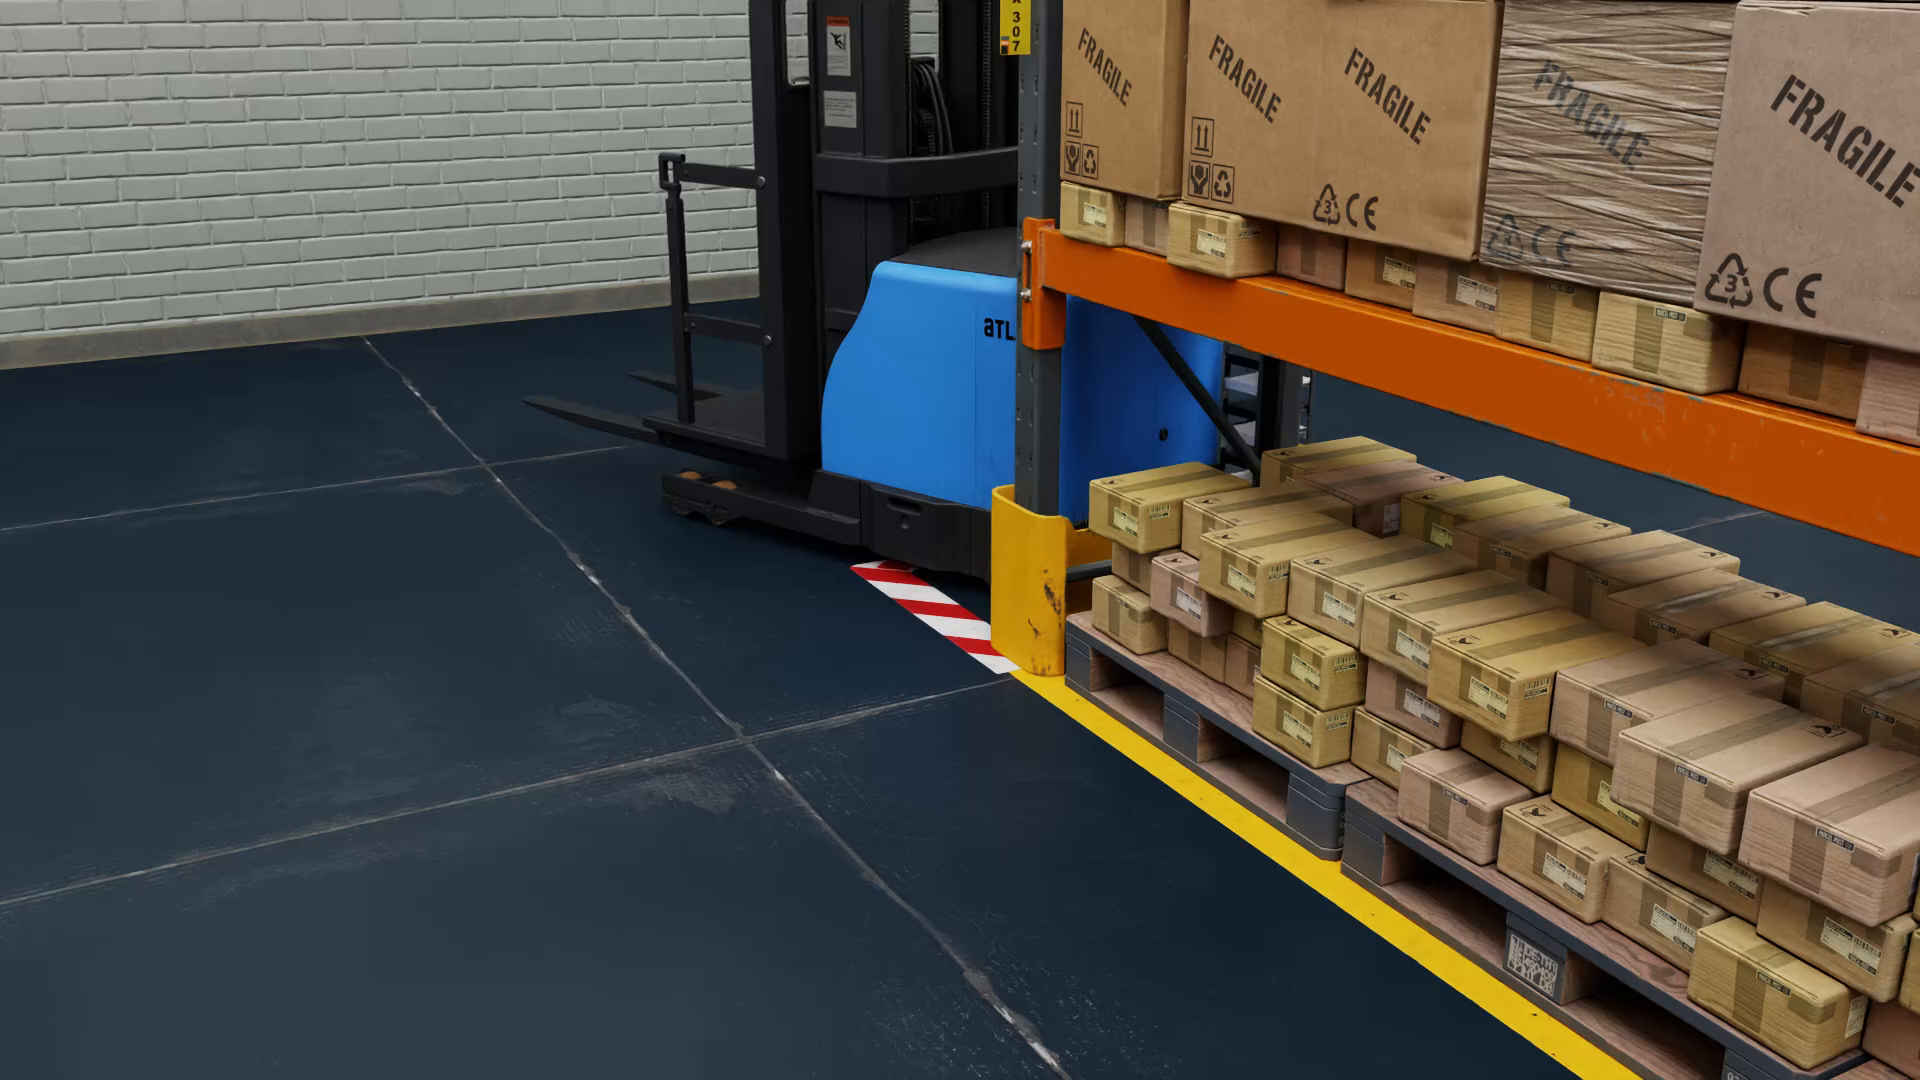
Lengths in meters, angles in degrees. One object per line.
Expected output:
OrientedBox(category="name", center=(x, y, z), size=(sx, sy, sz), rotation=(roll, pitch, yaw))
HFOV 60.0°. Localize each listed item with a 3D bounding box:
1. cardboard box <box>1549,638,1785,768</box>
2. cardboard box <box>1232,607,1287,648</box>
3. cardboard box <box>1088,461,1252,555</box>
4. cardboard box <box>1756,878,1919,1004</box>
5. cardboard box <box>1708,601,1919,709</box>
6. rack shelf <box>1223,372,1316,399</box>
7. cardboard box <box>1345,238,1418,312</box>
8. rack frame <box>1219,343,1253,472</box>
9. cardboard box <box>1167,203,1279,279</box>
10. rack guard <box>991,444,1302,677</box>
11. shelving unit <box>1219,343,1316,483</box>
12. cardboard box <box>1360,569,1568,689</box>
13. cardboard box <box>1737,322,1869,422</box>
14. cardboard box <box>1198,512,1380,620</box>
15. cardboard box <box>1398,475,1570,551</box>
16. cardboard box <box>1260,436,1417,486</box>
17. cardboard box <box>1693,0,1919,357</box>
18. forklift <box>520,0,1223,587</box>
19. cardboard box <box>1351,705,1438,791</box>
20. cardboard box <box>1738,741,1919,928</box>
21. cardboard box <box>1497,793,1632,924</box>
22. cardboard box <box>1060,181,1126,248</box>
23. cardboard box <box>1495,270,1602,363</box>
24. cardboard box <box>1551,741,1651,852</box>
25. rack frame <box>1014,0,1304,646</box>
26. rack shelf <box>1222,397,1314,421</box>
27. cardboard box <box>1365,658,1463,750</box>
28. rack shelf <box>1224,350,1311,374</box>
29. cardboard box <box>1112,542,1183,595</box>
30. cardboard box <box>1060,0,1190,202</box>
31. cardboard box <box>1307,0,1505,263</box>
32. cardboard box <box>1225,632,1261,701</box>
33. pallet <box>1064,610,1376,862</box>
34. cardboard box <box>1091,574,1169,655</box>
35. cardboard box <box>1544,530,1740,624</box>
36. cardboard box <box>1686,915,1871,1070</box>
OrientedBox(category="cardboard box", center=(1.428, 0.339, 3.365), size=(0.380, 0.149, 0.250), rotation=(-10, 21, -27))
OrientedBox(category="cardboard box", center=(0.930, 0.179, 4.286), size=(0.380, 0.149, 0.250), rotation=(-10, 21, -26))
OrientedBox(category="cardboard box", center=(0.582, -0.093, 4.617), size=(0.380, 0.149, 0.250), rotation=(-11, 22, -29))
OrientedBox(category="cardboard box", center=(1.649, 0.644, 2.936), size=(0.380, 0.149, 0.250), rotation=(-9, 21, -25))
OrientedBox(category="cardboard box", center=(1.831, 0.269, 3.569), size=(0.380, 0.149, 0.250), rotation=(-10, 21, -26))
OrientedBox(category="rack shelf", center=(1.088, -0.535, 5.851), size=(0.258, 0.077, 0.200), rotation=(-14, 24, -35))
OrientedBox(category="cardboard box", center=(1.086, -0.614, 3.698), size=(0.380, 0.149, 0.250), rotation=(-10, 22, -27))
OrientedBox(category="rack frame", center=(1.026, -0.422, 5.975), size=(0.240, 0.900, 0.006), rotation=(-14, 24, -35))
OrientedBox(category="cardboard box", center=(0.736, -0.749, 4.089), size=(0.380, 0.149, 0.250), rotation=(-11, 22, -28))
OrientedBox(category="rack guard", center=(0.668, 0.040, 5.250), size=(1.175, 0.500, 0.348), rotation=(-10, 21, -27))
OrientedBox(category="shelving unit", center=(1.088, -0.396, 5.899), size=(0.258, 0.900, 0.210), rotation=(-14, 24, -35))
OrientedBox(category="cardboard box", center=(1.140, 0.199, 3.770), size=(0.380, 0.149, 0.250), rotation=(-9, 21, -25))
OrientedBox(category="cardboard box", center=(1.567, -0.318, 2.840), size=(0.380, 0.149, 0.250), rotation=(-10, 22, -27))
OrientedBox(category="cardboard box", center=(0.826, 0.060, 4.174), size=(0.380, 0.149, 0.250), rotation=(-10, 21, -27))
OrientedBox(category="cardboard box", center=(1.410, -0.048, 4.485), size=(0.380, 0.149, 0.250), rotation=(-11, 22, -28))
OrientedBox(category="cardboard box", center=(1.107, -0.183, 4.879), size=(0.380, 0.149, 0.250), rotation=(-10, 21, -26))
OrientedBox(category="cardboard box", center=(1.573, -0.591, 2.636), size=(0.500, 0.500, 0.500), rotation=(-10, 21, -27))
OrientedBox(category="forklift", center=(-0.522, -1.563, 6.168), size=(3.031, 2.935, 1.130), rotation=(15, 24, 36))
OrientedBox(category="cardboard box", center=(1.150, 0.467, 3.907), size=(0.380, 0.149, 0.250), rotation=(-10, 21, -27))
OrientedBox(category="cardboard box", center=(1.588, 0.503, 2.890), size=(0.380, 0.149, 0.250), rotation=(-11, 22, -29))
OrientedBox(category="cardboard box", center=(1.346, 0.627, 3.442), size=(0.380, 0.149, 0.250), rotation=(-10, 21, -27))
OrientedBox(category="cardboard box", center=(0.498, -0.901, 4.530), size=(0.380, 0.149, 0.250), rotation=(-10, 21, -27))
OrientedBox(category="cardboard box", center=(1.283, -0.461, 3.255), size=(0.380, 0.149, 0.250), rotation=(-9, 21, -25))
OrientedBox(category="cardboard box", center=(1.450, 0.481, 3.409), size=(0.380, 0.149, 0.250), rotation=(-9, 21, -24))
OrientedBox(category="rack frame", center=(0.632, -1.164, 4.906), size=(1.000, 3.000, 0.127), rotation=(-10, 21, -27))
OrientedBox(category="rack shelf", center=(1.088, -0.450, 5.881), size=(0.258, 0.077, 0.200), rotation=(-14, 24, -35))
OrientedBox(category="cardboard box", center=(1.165, 0.331, 3.845), size=(0.380, 0.149, 0.250), rotation=(-11, 22, -29))
OrientedBox(category="rack shelf", center=(1.088, -0.620, 5.822), size=(0.258, 0.077, 0.200), rotation=(-14, 24, -35))
OrientedBox(category="cardboard box", center=(0.655, 0.035, 4.703), size=(0.380, 0.149, 0.250), rotation=(-9, 21, -24))
OrientedBox(category="cardboard box", center=(0.602, -1.180, 4.344), size=(0.500, 0.500, 0.500), rotation=(-9, 21, -24))
OrientedBox(category="cardboard box", center=(1.100, -0.888, 3.496), size=(0.500, 0.500, 0.500), rotation=(-10, 21, -26))
OrientedBox(category="cardboard box", center=(0.920, 0.318, 4.338), size=(0.380, 0.149, 0.250), rotation=(-10, 21, -26))
OrientedBox(category="pallet", center=(1.023, 0.415, 4.606), size=(1.003, 0.211, 1.213), rotation=(-10, 21, -27))
OrientedBox(category="cardboard box", center=(0.599, 0.185, 4.723), size=(0.380, 0.149, 0.250), rotation=(-10, 21, -26))
OrientedBox(category="cardboard box", center=(1.654, 0.105, 4.043), size=(0.380, 0.149, 0.250), rotation=(-9, 21, -25))
OrientedBox(category="cardboard box", center=(1.554, 0.777, 3.009), size=(0.380, 0.149, 0.250), rotation=(-10, 21, -27))
